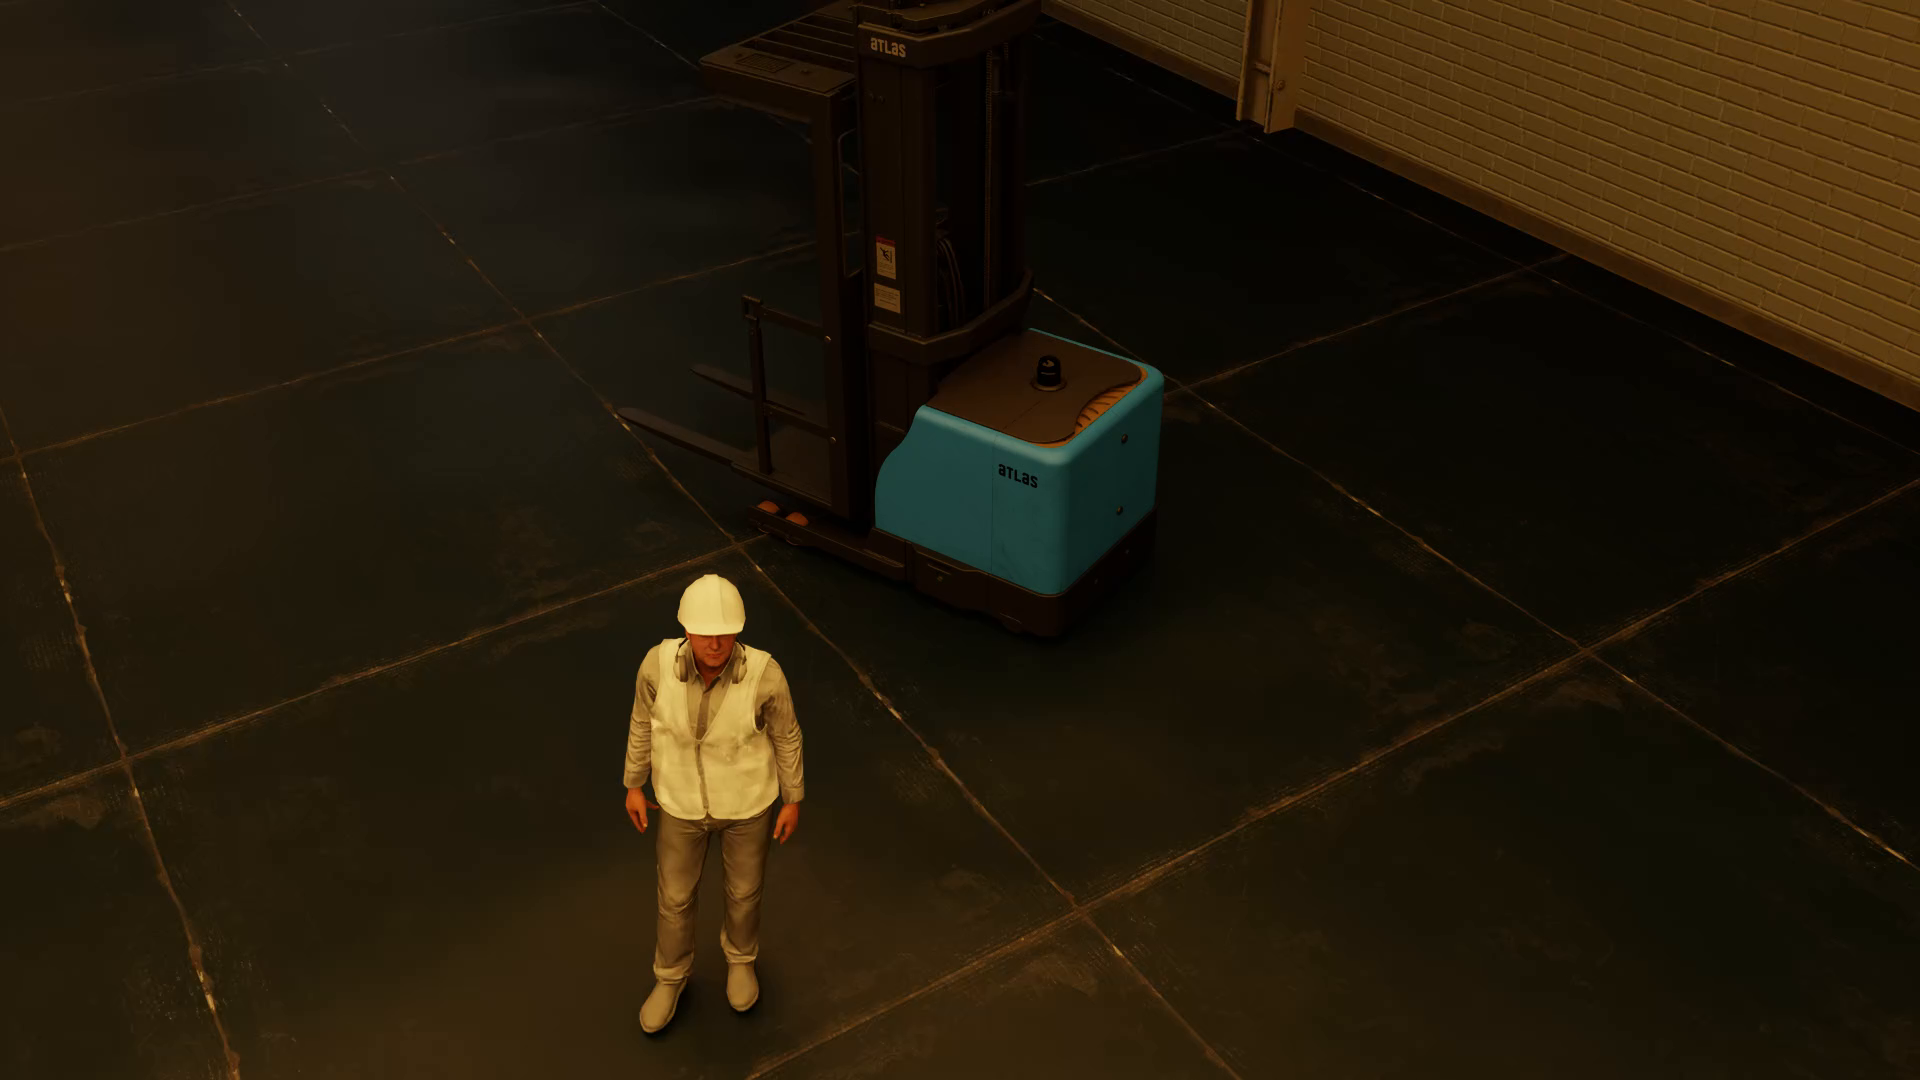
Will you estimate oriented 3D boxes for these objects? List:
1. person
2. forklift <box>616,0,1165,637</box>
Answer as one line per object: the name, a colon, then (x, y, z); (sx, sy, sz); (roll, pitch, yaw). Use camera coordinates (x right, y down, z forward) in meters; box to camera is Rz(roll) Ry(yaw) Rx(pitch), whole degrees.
person: (-0.864, 0.938, 5.806); (0.634, 1.775, 0.567); (1, 35, 2)
forklift: (-0.500, -1.399, 8.138); (3.031, 2.935, 1.130); (22, 41, 28)
